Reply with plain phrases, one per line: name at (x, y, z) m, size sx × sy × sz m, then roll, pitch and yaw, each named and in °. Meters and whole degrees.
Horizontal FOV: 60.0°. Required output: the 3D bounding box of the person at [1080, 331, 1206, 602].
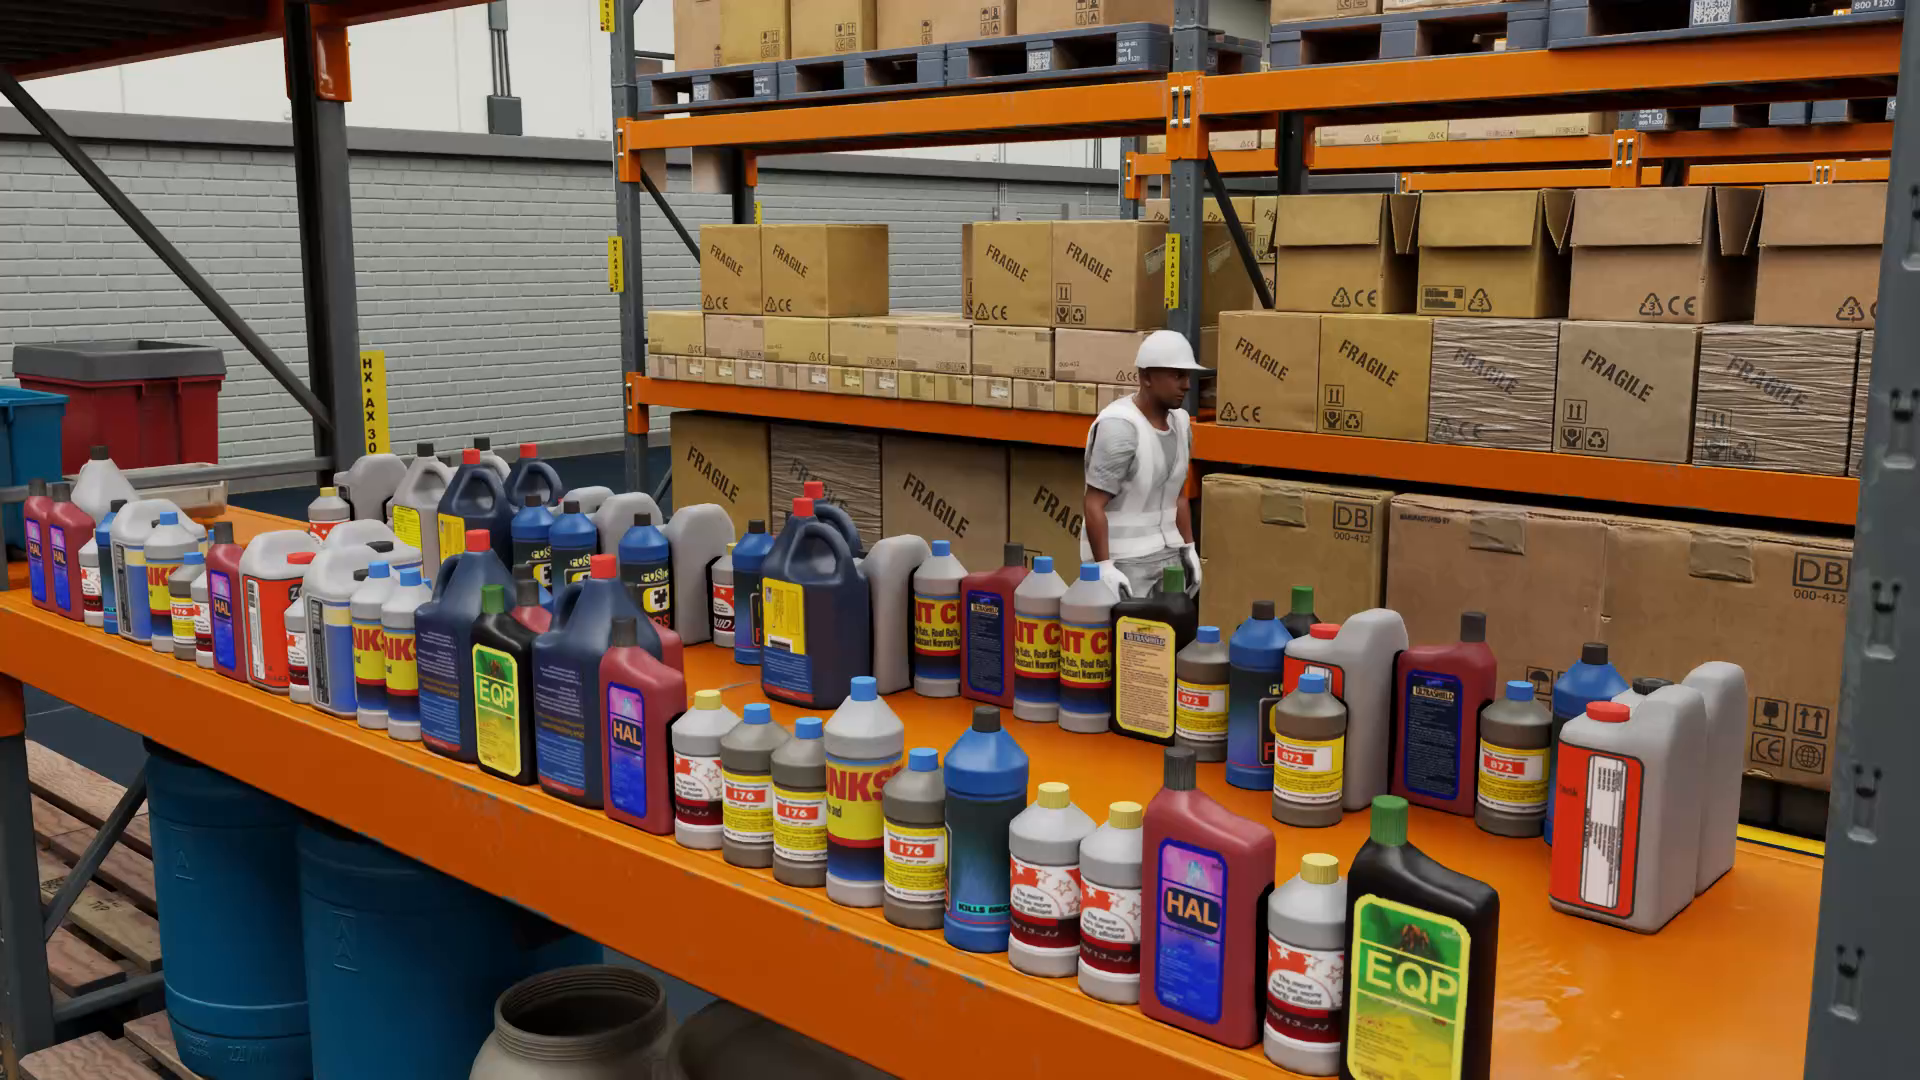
person at (0.702, 0.094, 6.345) m, size 0.446 × 1.775 × 0.619 m, roll 9°, pitch 13°, yaw 41°
